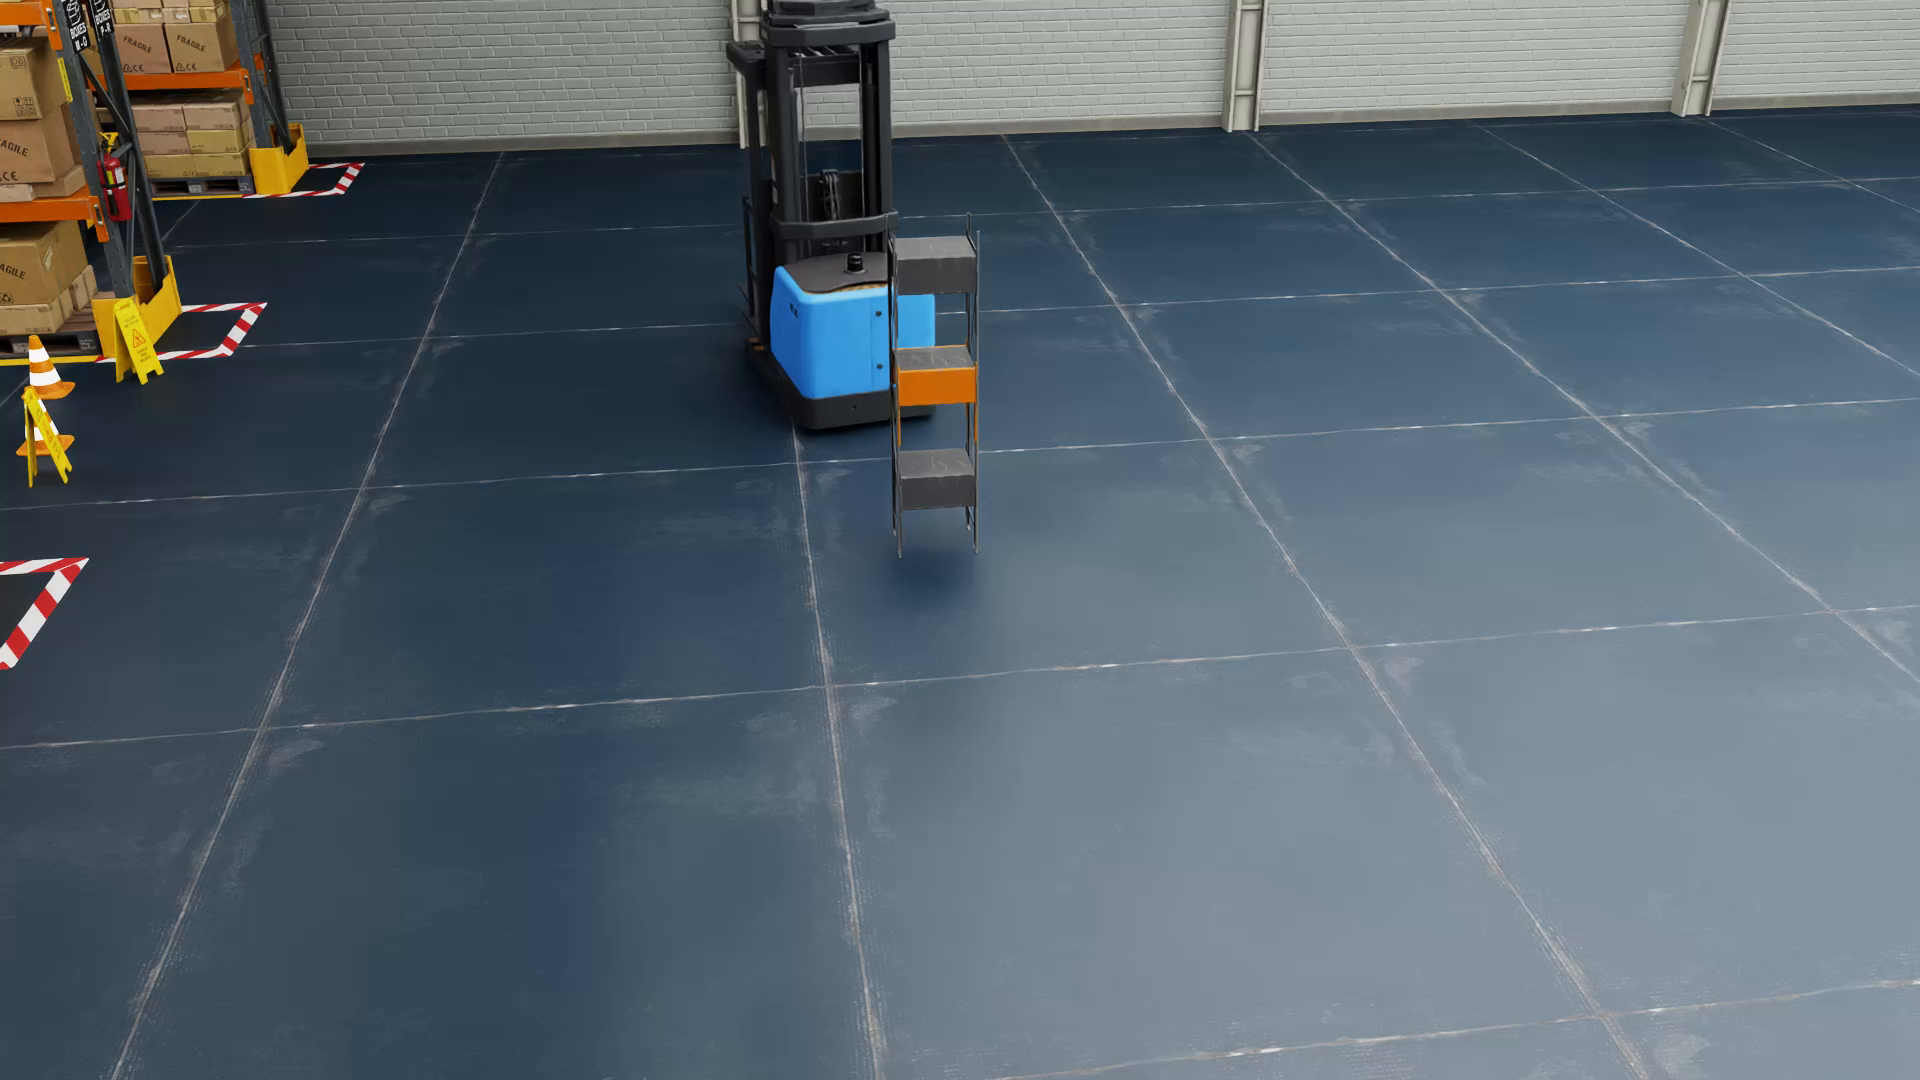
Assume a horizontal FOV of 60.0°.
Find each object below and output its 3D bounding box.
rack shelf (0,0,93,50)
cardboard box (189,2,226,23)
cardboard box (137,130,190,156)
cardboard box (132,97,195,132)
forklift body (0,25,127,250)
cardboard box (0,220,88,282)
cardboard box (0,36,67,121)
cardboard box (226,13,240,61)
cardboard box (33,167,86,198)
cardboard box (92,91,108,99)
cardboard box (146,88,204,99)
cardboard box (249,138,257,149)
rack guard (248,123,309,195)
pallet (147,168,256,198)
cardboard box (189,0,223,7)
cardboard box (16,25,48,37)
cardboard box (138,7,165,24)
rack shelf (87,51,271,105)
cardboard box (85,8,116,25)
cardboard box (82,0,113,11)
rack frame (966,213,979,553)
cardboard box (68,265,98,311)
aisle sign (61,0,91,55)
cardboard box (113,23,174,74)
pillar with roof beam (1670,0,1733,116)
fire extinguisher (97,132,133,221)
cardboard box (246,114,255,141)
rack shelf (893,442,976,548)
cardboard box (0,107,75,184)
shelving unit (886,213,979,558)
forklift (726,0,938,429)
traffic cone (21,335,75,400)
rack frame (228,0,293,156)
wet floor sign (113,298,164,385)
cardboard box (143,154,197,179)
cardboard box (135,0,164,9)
[{"bbox_3d":[-8.862,-3.991,12.744,4.000,0.370,1.077,-4,27,-7],"label":"rack shelf"},{"bbox_3d":[-7.881,-5.531,17.424,0.250,0.149,0.380,-3,27,-6],"label":"cardboard box"},{"bbox_3d":[-8.514,-4.334,17.914,0.500,0.250,0.500,-4,27,-8],"label":"cardboard box"},{"bbox_3d":[-8.494,-4.550,17.788,0.500,0.250,0.500,-3,27,-6],"label":"cardboard box"},{"bbox_3d":[-9.201,-4.024,16.237,1.214,2.155,2.313,-4,27,-7],"label":"forklift body"},{"bbox_3d":[-7.743,-2.472,14.013,0.500,0.500,0.500,-5,28,-9],"label":"cardboard box"},{"bbox_3d":[-7.357,-3.594,12.938,0.500,0.500,0.700,-4,27,-8],"label":"cardboard box"},{"bbox_3d":[-8.106,-5.486,18.046,0.500,0.500,0.500,-3,27,-5],"label":"cardboard box"},{"bbox_3d":[-7.222,-2.871,13.335,0.250,0.149,0.380,-3,27,-5],"label":"cardboard box"},{"bbox_3d":[-9.579,-4.720,18.121,0.500,0.250,0.500,-4,27,-8],"label":"cardboard box"},{"bbox_3d":[-8.574,-4.777,18.231,0.500,0.250,0.500,-4,27,-7],"label":"cardboard box"},{"bbox_3d":[-8.091,-4.368,18.528,0.500,0.250,0.500,-4,27,-7],"label":"cardboard box"},{"bbox_3d":[-7.553,-4.236,18.459,0.348,0.500,1.175,-4,27,-7],"label":"rack guard"},{"bbox_3d":[-8.328,-4.039,18.390,1.213,0.211,1.003,-4,27,-7],"label":"pallet"},{"bbox_3d":[-7.902,-5.694,17.416,0.250,0.149,0.380,-4,27,-7],"label":"cardboard box"},{"bbox_3d":[-9.546,-5.143,17.378,0.500,0.500,0.500,-3,27,-7],"label":"cardboard box"},{"bbox_3d":[-8.396,-5.513,17.388,0.250,0.149,0.380,-3,27,-6],"label":"cardboard box"},{"bbox_3d":[-9.557,-4.900,17.801,4.000,0.370,1.077,-4,27,-7],"label":"rack shelf"},{"bbox_3d":[-8.901,-5.464,17.293,0.250,0.149,0.380,-5,28,-9],"label":"cardboard box"},{"bbox_3d":[-8.897,-5.587,17.207,0.250,0.149,0.380,-3,27,-6],"label":"cardboard box"},{"bbox_3d":[0.078,-0.939,10.280,0.015,2.100,0.400,-4,27,-7],"label":"rack frame"},{"bbox_3d":[-7.719,-2.141,14.188,0.500,0.250,0.500,-4,27,-8],"label":"cardboard box"},{"bbox_3d":[-6.780,-4.133,12.671,0.004,0.787,0.394,-4,27,-7],"label":"aisle sign"},{"bbox_3d":[-8.543,-5.213,17.514,0.500,0.500,0.500,-3,27,-5],"label":"cardboard box"},{"bbox_3d":[10.032,-7.578,15.662,0.400,9.000,9.100,-4,27,-7],"label":"pillar with roof beam"},{"bbox_3d":[-6.704,-2.868,13.138,0.183,0.674,0.296,-4,27,-7],"label":"fire extinguisher"},{"bbox_3d":[-8.072,-4.597,18.428,0.500,0.250,0.500,-3,27,-6],"label":"cardboard box"},{"bbox_3d":[-0.164,-0.289,10.576,0.480,0.518,0.431,-4,27,-7],"label":"rack shelf"},{"bbox_3d":[-7.381,-3.121,13.112,0.500,0.500,0.500,-4,27,-8],"label":"cardboard box"},{"bbox_3d":[-0.164,-0.924,10.250,0.503,2.100,0.431,-4,27,-7],"label":"shelving unit"},{"bbox_3d":[-1.133,-2.766,12.930,1.130,2.935,3.031,-9,29,-17],"label":"forklift"},{"bbox_3d":[-7.128,-1.364,12.902,0.334,0.463,0.336,-4,27,-7],"label":"traffic cone"},{"bbox_3d":[-7.577,-5.347,17.885,0.127,3.000,1.000,-4,27,-7],"label":"rack frame"},{"bbox_3d":[-6.545,-1.584,13.131,0.232,0.644,0.267,6,28,11],"label":"wet floor sign"},{"bbox_3d":[-8.492,-4.110,18.027,0.500,0.250,0.500,-4,27,-7],"label":"cardboard box"},{"bbox_3d":[-8.398,-5.636,17.302,0.250,0.149,0.380,-3,27,-6],"label":"cardboard box"}]
